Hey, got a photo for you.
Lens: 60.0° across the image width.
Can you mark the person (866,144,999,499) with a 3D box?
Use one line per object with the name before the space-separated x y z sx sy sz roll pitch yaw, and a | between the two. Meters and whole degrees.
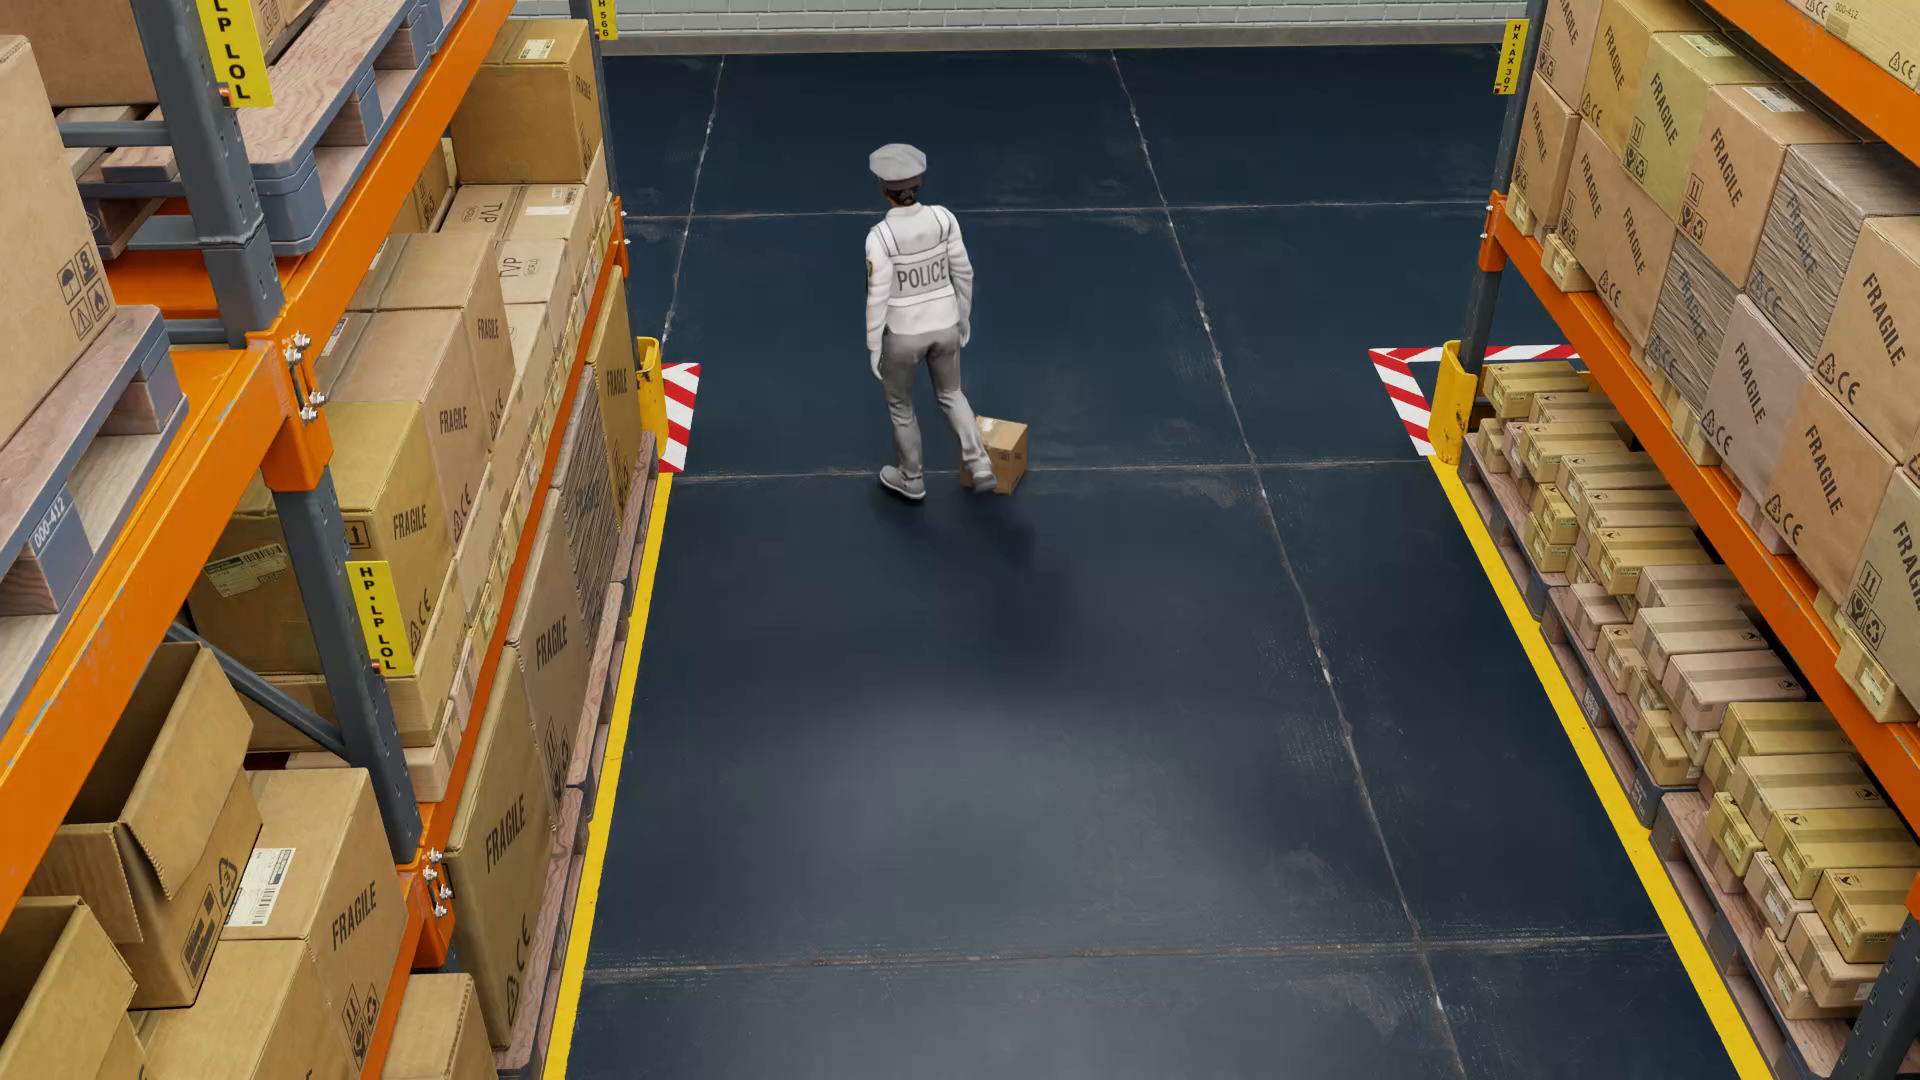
person | -0.125 -0.874 7.348 0.525 1.651 0.642 -18 39 -24
